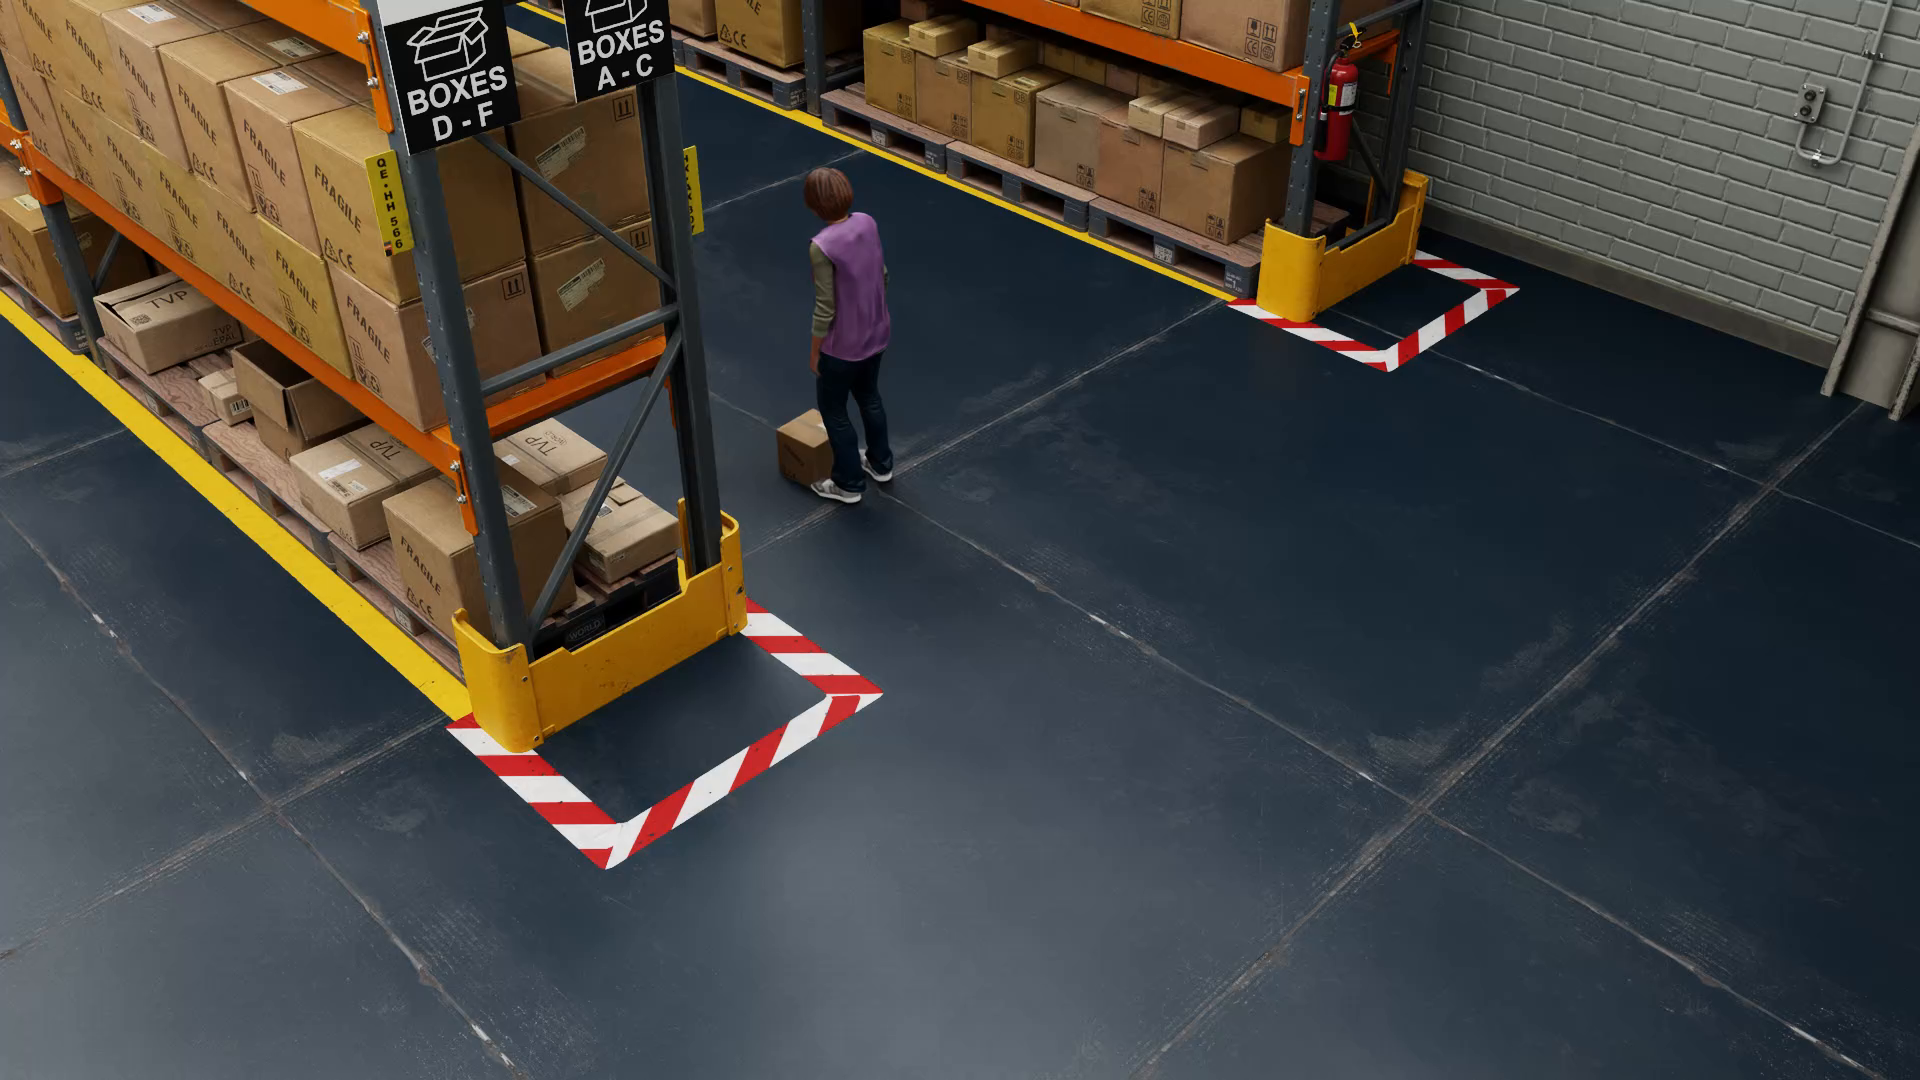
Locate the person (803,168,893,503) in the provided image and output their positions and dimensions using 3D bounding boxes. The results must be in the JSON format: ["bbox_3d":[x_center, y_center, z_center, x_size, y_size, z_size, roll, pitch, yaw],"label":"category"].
[{"bbox_3d":[-0.493,-0.889,7.383,0.346,1.591,0.468,25,43,30],"label":"person"}]
